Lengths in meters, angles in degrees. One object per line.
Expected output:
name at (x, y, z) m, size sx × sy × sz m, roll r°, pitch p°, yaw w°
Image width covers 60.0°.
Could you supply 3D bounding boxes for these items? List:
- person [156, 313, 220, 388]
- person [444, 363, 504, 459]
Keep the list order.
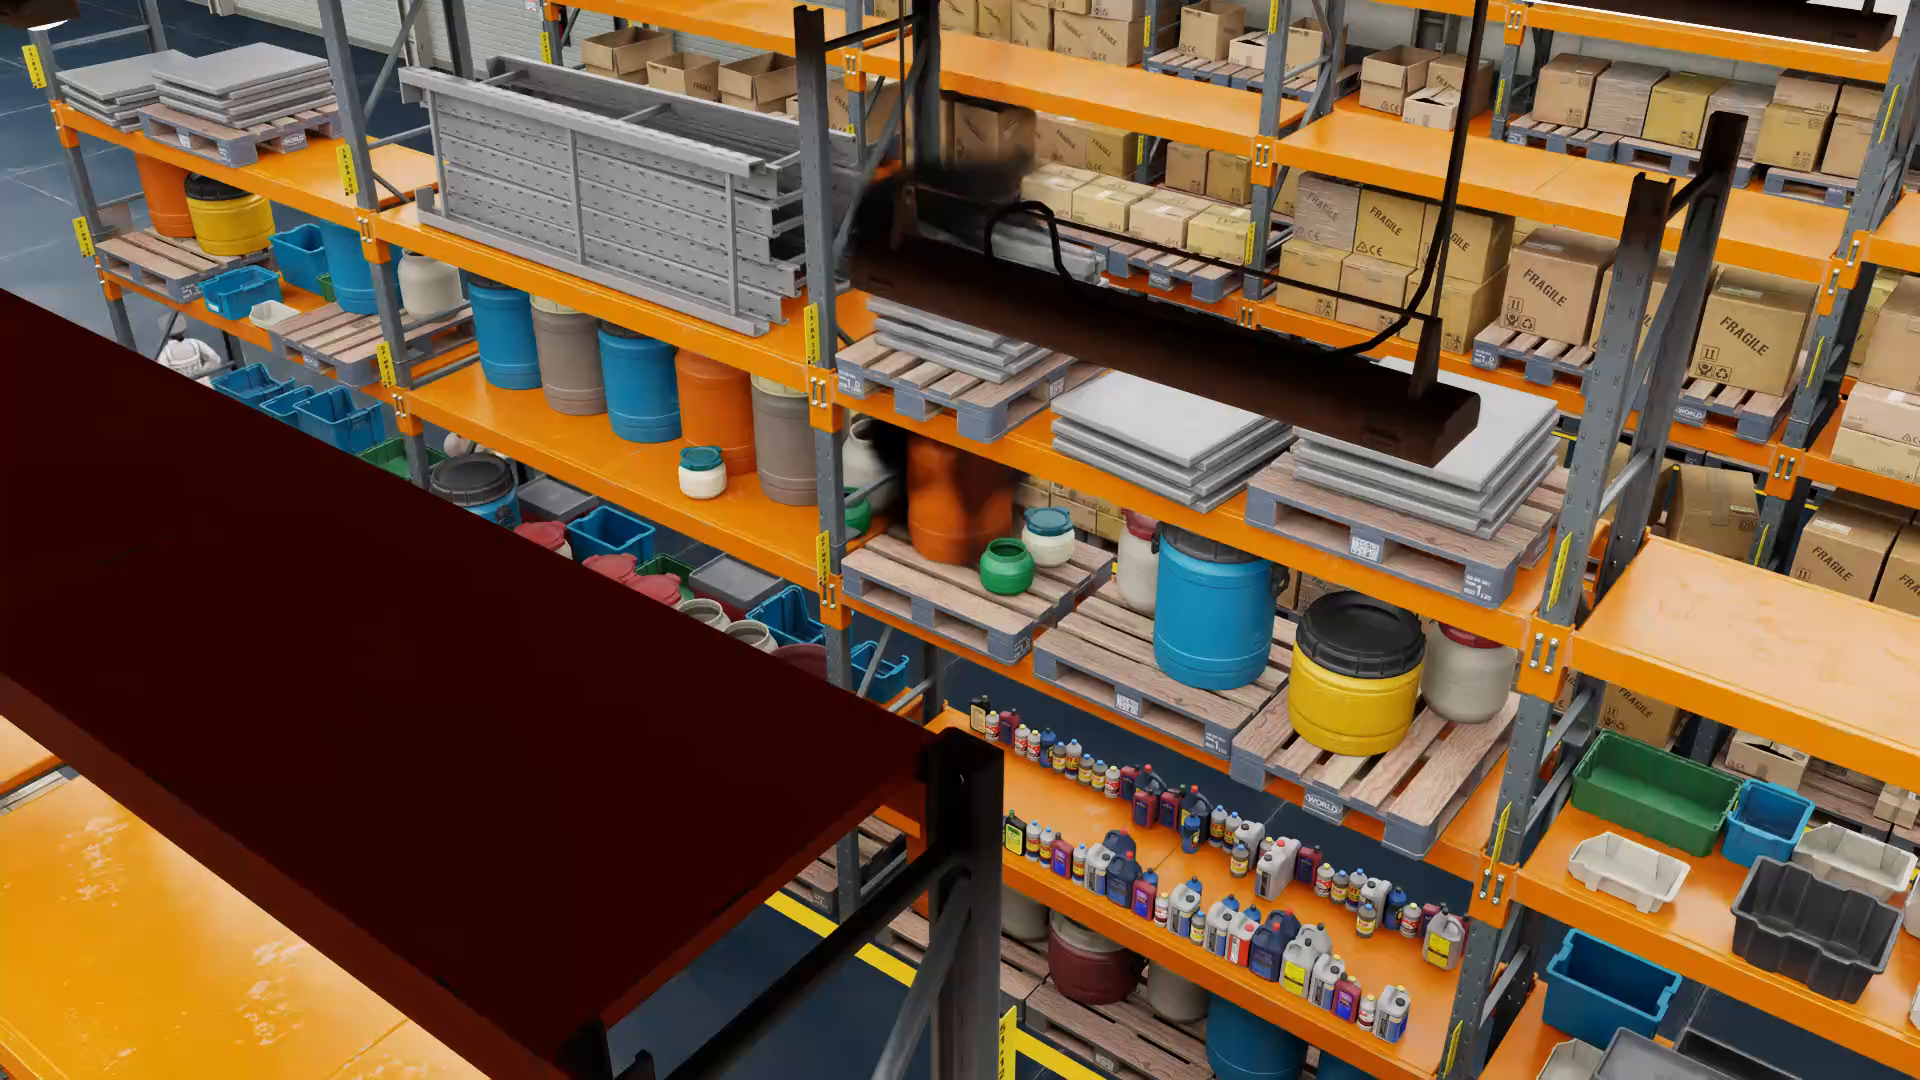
person at (-7.493, -1.422, 16.100) m, size 0.506 × 1.656 × 0.712 m, roll 18°, pitch 36°, yaw 27°
person at (-4.316, -0.911, 15.104) m, size 0.896 × 1.836 × 0.681 m, roll 22°, pitch 38°, yaw 32°
